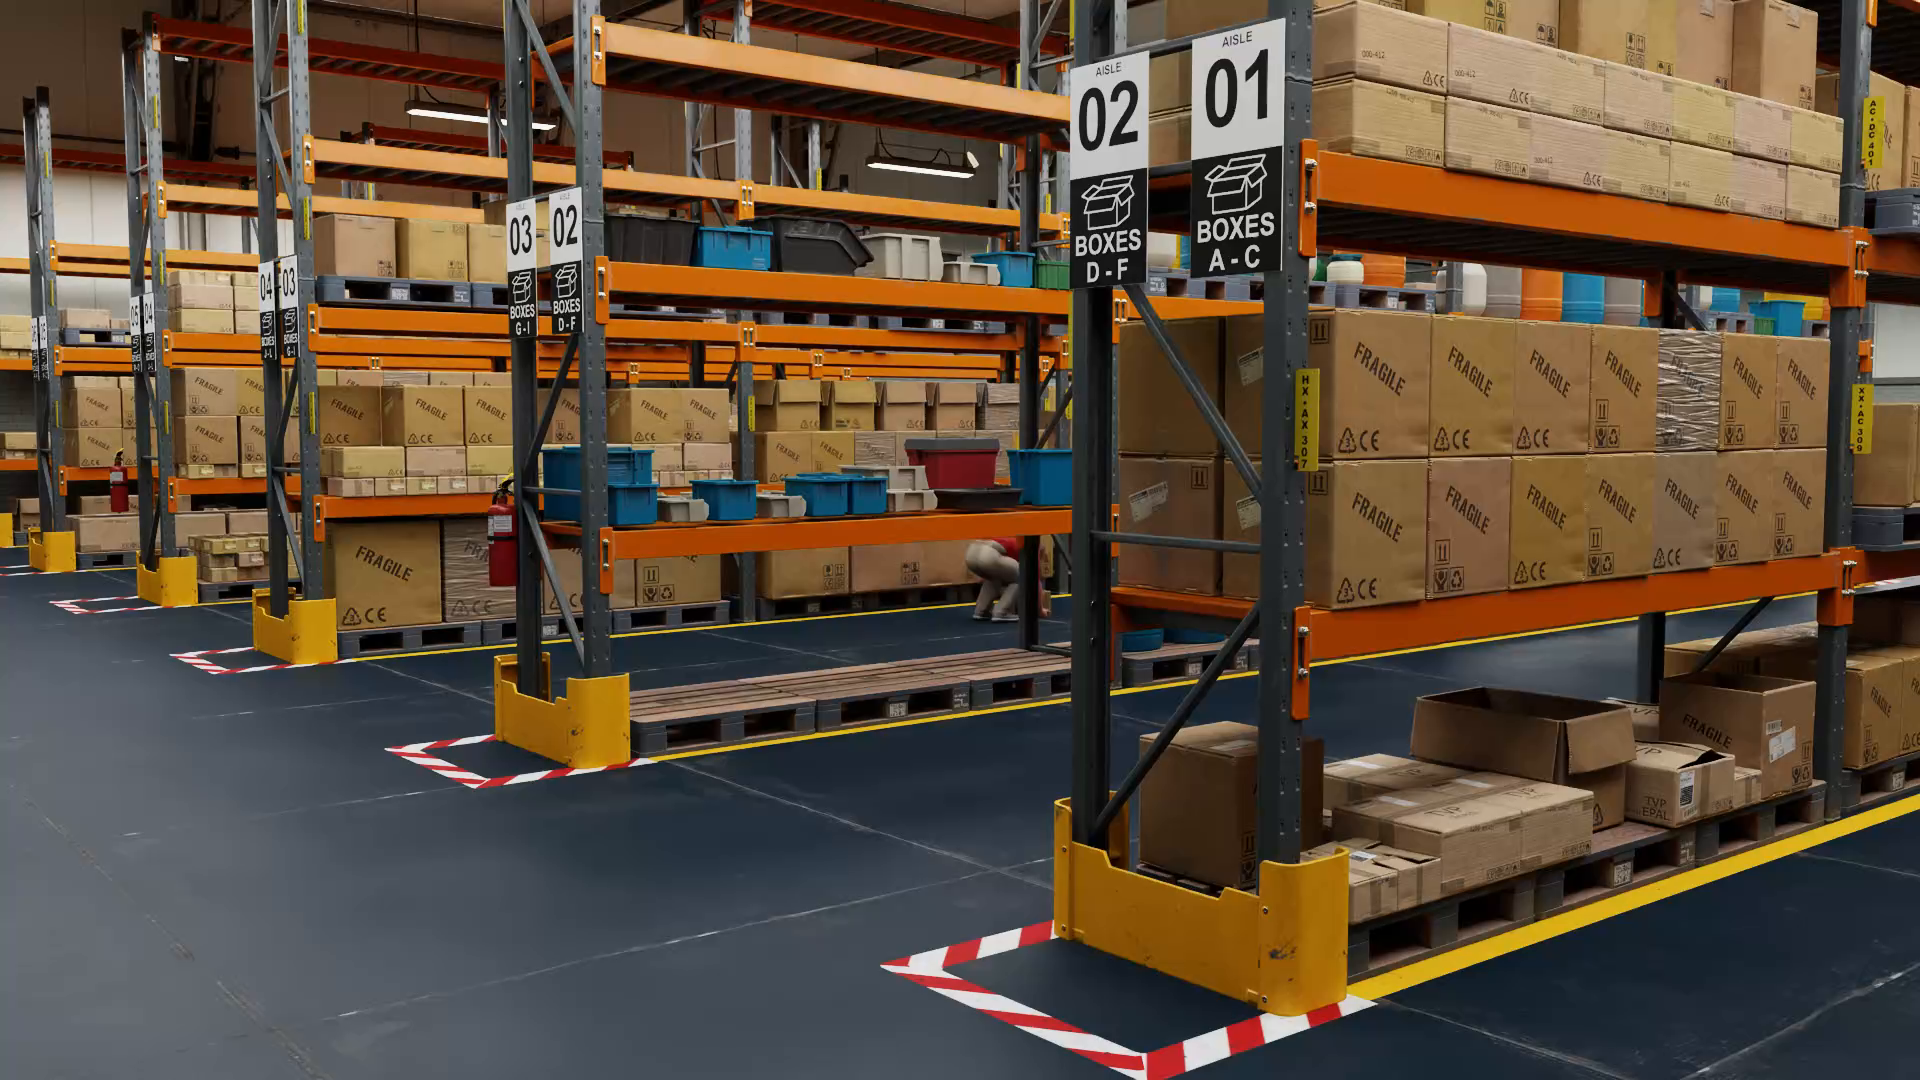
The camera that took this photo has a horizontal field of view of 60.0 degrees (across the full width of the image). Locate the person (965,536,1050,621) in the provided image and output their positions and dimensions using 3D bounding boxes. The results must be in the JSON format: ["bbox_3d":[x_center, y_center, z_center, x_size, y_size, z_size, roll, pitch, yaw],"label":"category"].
[{"bbox_3d":[0.472,0.357,15.978,0.956,0.848,0.541,-4,6,-41],"label":"person"}]
